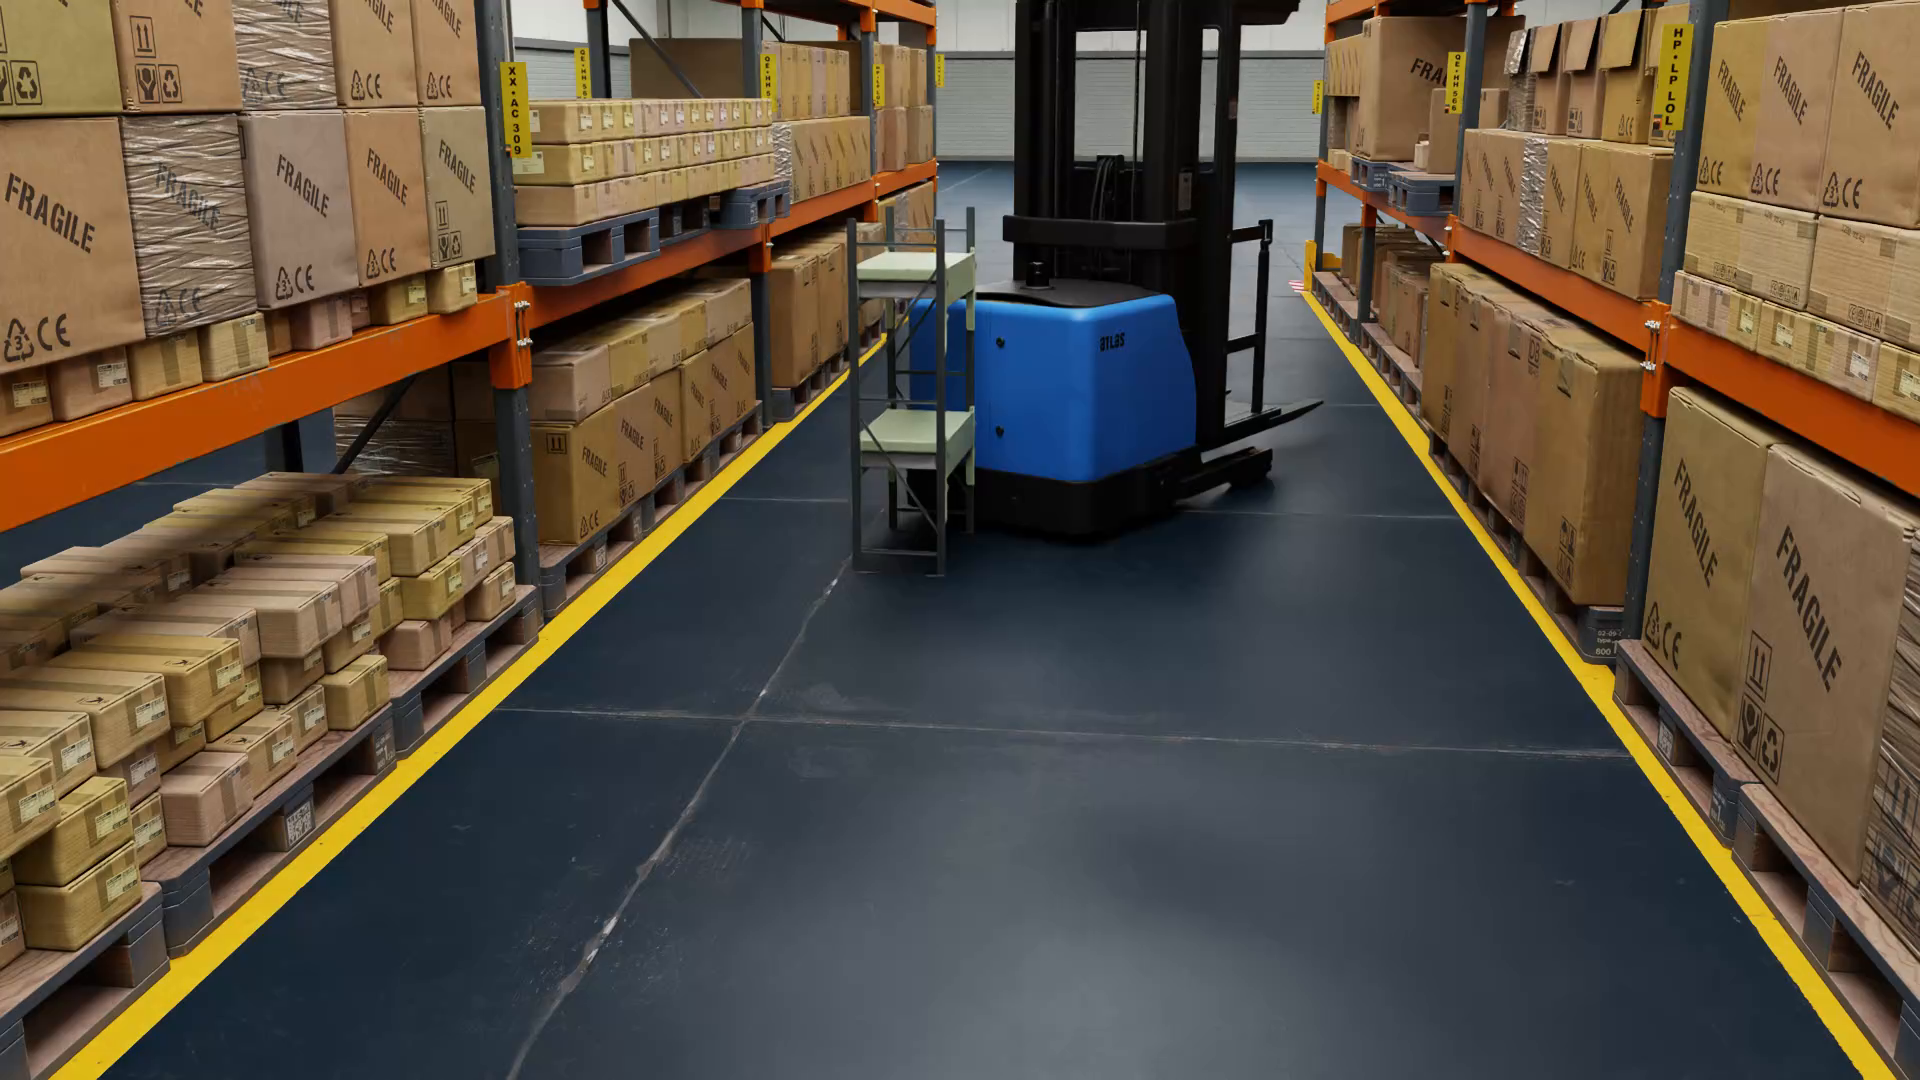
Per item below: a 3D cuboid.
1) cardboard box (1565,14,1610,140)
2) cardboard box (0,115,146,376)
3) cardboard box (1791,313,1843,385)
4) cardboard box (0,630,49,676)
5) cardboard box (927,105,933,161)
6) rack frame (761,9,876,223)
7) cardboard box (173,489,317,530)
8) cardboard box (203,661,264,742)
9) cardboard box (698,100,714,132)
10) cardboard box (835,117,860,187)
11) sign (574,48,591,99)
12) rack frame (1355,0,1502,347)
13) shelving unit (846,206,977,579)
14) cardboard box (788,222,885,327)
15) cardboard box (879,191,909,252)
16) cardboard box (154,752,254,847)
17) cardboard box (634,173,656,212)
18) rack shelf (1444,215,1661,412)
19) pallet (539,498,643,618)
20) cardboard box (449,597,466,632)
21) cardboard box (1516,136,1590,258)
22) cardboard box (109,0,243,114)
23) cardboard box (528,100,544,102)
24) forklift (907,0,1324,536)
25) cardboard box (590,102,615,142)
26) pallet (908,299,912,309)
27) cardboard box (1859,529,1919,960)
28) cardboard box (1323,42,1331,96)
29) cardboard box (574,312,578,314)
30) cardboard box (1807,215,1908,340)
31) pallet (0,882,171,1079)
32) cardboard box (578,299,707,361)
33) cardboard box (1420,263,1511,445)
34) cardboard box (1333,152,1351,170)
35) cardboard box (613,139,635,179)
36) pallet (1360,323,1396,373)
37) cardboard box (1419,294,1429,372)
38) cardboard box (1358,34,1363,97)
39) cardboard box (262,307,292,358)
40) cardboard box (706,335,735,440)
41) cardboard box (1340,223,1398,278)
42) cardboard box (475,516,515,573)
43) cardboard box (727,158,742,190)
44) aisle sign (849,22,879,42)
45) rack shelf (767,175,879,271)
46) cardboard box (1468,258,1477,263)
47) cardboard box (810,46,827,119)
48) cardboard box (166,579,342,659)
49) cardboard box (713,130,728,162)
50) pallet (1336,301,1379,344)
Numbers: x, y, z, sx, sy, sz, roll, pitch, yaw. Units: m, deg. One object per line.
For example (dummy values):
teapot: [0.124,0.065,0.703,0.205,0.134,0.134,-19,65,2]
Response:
cardboard box: [3.019,-1.974,7.104,0.797,0.503,0.637,2,15,8]
cardboard box: [-2.129,-0.638,3.514,0.500,0.500,0.500,2,15,7]
cardboard box: [2.332,-0.477,4.163,0.380,0.149,0.250,1,15,5]
cardboard box: [-2.554,0.334,4.198,0.380,0.149,0.250,1,15,4]
cardboard box: [-0.748,-4.196,17.147,0.875,0.550,0.550,2,15,6]
rack frame: [-1.203,-3.184,13.690,1.000,3.000,0.127,2,15,6]
cardboard box: [-2.440,-0.070,5.691,0.380,0.149,0.250,2,15,9]
cardboard box: [-2.114,0.418,4.456,0.380,0.149,0.250,2,15,9]
cardboard box: [-1.402,-2.039,7.994,0.380,0.149,0.250,2,15,9]
cardboard box: [-1.053,-2.958,12.663,0.500,0.500,0.500,2,15,6]
sign: [-2.206,-2.721,9.760,0.100,0.325,0.005,2,15,6]
rack frame: [3.714,-3.012,13.053,1.000,3.000,0.127,2,15,6]
shelving unit: [-0.196,-0.665,7.249,0.431,1.500,0.755,3,15,10]
cardboard box: [-1.184,-2.137,13.324,1.050,0.750,0.750,2,15,6]
cardboard box: [-0.965,-2.756,15.374,0.875,0.875,0.875,2,15,7]
cardboard box: [-2.024,0.646,4.182,0.380,0.149,0.250,1,15,4]
cardboard box: [-1.517,-1.481,7.069,0.380,0.149,0.250,2,15,7]
rack shelf: [3.037,-1.108,7.392,1.077,0.370,4.000,2,15,6]
pallet: [-2.019,0.035,7.128,1.003,0.211,1.213,2,15,6]
cardboard box: [-1.924,0.241,5.681,0.380,0.149,0.250,2,15,8]
cardboard box: [2.769,-1.508,7.301,0.500,0.500,0.500,2,15,6]
cardboard box: [-2.057,-1.252,3.870,0.500,0.500,0.500,1,15,4]
cardboard box: [-2.106,-1.926,7.574,0.380,0.149,0.250,1,15,4]
forklift: [1.011,-1.760,8.556,1.130,2.935,3.031,11,18,34]
cardboard box: [-1.579,-1.639,6.513,0.380,0.149,0.250,2,15,8]
pallet: [-0.904,-2.350,15.949,1.003,0.211,1.213,2,15,6]
cardboard box: [2.455,0.519,3.261,0.875,0.875,0.875,2,15,6]
cardboard box: [3.832,-4.589,16.210,0.500,0.500,0.500,2,15,6]
cardboard box: [-2.098,-1.073,8.433,0.500,0.250,0.500,2,15,7]
cardboard box: [2.384,-0.630,3.965,0.500,0.250,0.500,2,15,8]
pallet: [-2.422,1.045,3.393,1.003,0.211,1.213,2,15,6]
cardboard box: [-1.590,-1.057,8.371,0.500,0.250,0.500,2,15,8]
cardboard box: [3.164,-0.973,8.779,1.225,0.875,0.875,1,15,4]
cardboard box: [3.631,-3.475,15.247,0.380,0.149,0.250,2,15,6]
cardboard box: [-1.548,-1.557,6.780,0.380,0.149,0.250,2,15,8]
pallet: [3.628,-1.464,12.670,1.003,0.211,1.213,2,15,6]
cardboard box: [3.368,-1.299,10.664,0.700,0.500,0.500,0,15,2]
cardboard box: [3.491,-3.811,13.332,0.500,0.500,0.500,2,15,6]
cardboard box: [-2.052,-0.567,4.495,0.380,0.149,0.250,1,15,5]
cardboard box: [-1.531,-0.830,8.968,0.500,0.500,0.500,2,15,9]
cardboard box: [4.078,-2.884,16.564,0.500,0.500,0.500,5,16,17]
cardboard box: [-1.825,0.012,5.959,0.380,0.149,0.250,2,15,7]
cardboard box: [-1.343,-1.891,8.585,0.380,0.149,0.250,1,15,6]
aisle sign: [-1.042,-5.504,17.288,0.394,0.787,0.004,2,15,6]
rack shelf: [-1.429,-2.318,11.866,1.077,0.370,4.000,2,15,6]
cardboard box: [3.358,-1.654,10.543,0.500,0.250,0.500,3,16,13]
cardboard box: [-1.367,-3.321,12.092,0.700,0.500,0.500,2,15,7]
cardboard box: [-1.961,0.218,4.628,0.380,0.149,0.250,1,15,4]
cardboard box: [-1.372,-1.963,8.282,0.380,0.149,0.250,2,15,6]
pallet: [3.755,-1.841,14.065,1.003,0.211,1.213,2,15,6]
